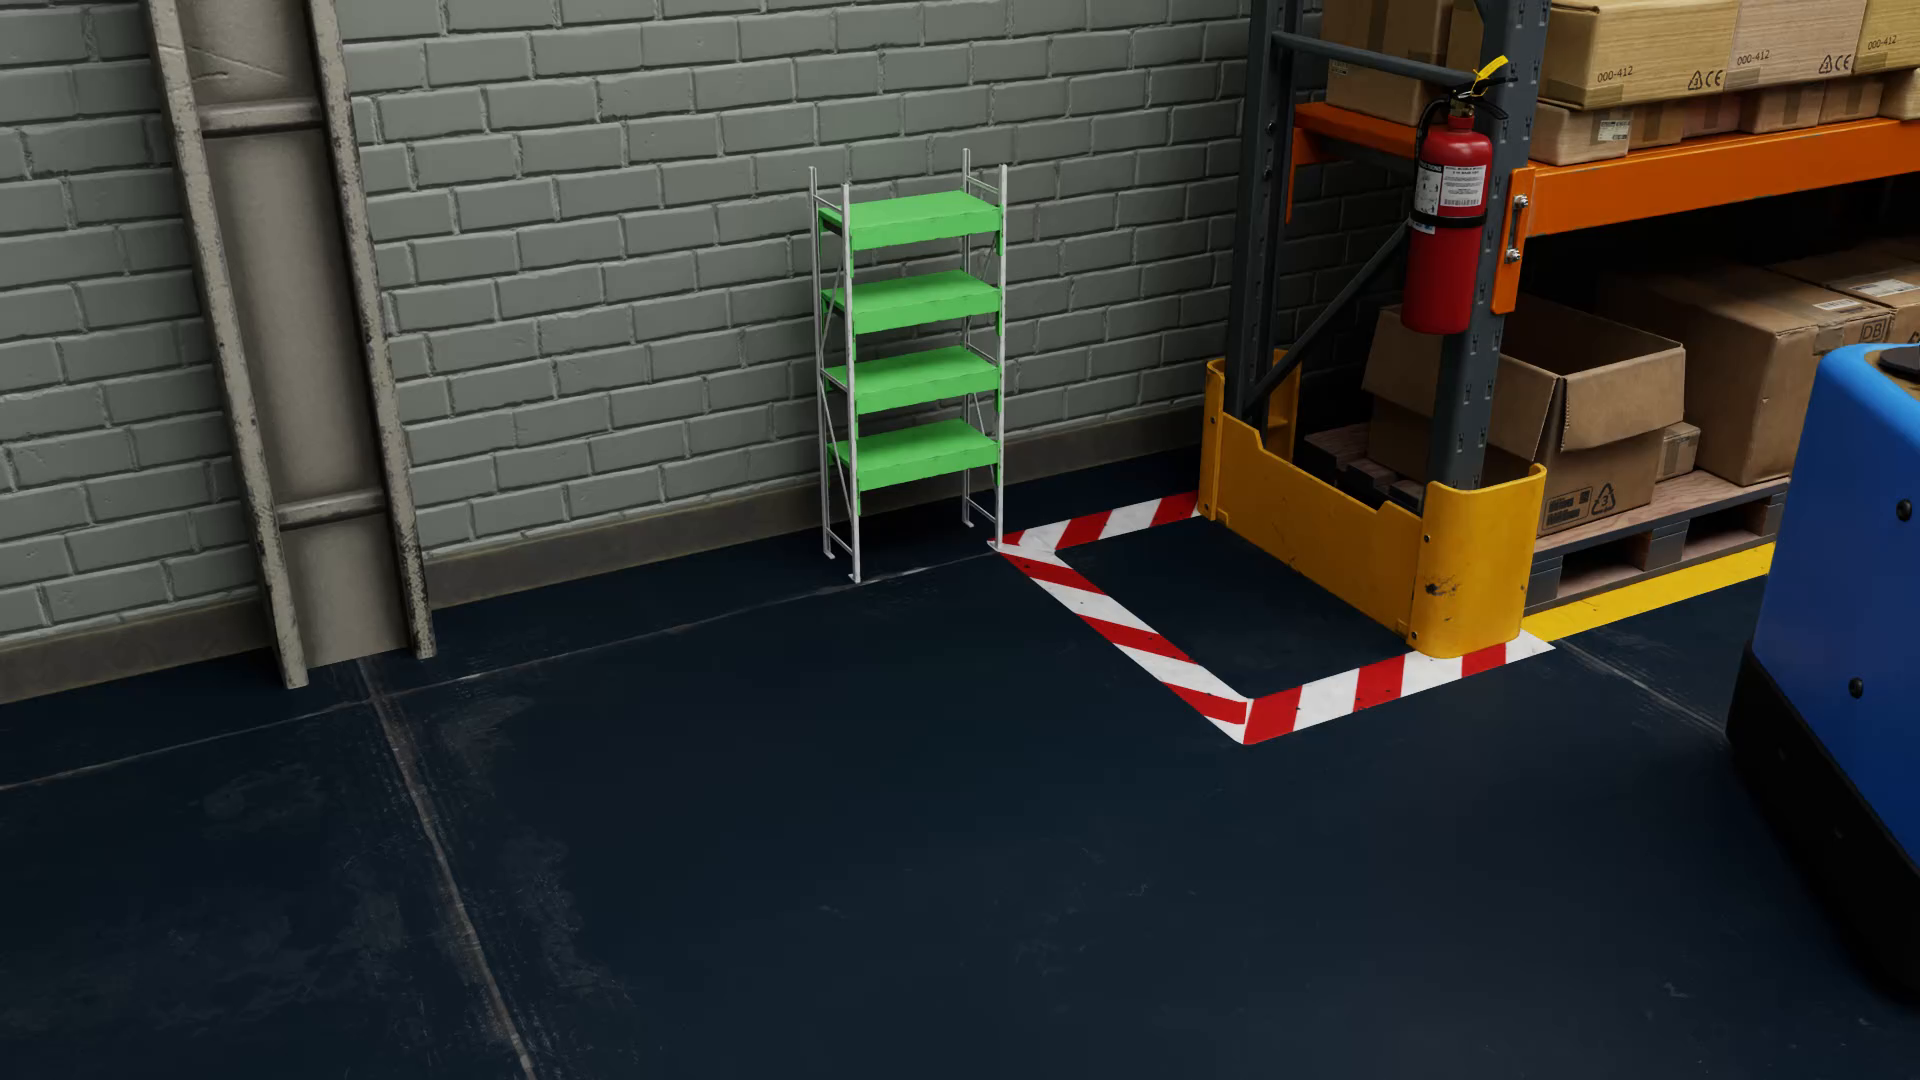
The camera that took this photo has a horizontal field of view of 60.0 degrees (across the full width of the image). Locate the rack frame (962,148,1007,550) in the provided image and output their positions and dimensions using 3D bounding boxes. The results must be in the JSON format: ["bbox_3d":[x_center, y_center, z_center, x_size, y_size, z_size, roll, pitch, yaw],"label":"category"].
[{"bbox_3d":[0.069,-0.557,5.023,0.015,1.200,0.240,-13,29,-25],"label":"rack frame"}]

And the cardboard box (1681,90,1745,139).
[{"bbox_3d":[1.952,-1.243,4.663,0.250,0.149,0.380,-13,29,-26],"label":"cardboard box"}]

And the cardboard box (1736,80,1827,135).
[{"bbox_3d":[2.204,-1.271,4.722,0.250,0.149,0.380,-12,28,-23],"label":"cardboard box"}]

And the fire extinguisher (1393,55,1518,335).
[{"bbox_3d":[1.202,-0.848,4.071,0.183,0.674,0.296,-13,29,-25],"label":"fire extinguisher"}]

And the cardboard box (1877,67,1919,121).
[{"bbox_3d":[2.694,-1.350,4.886,0.250,0.149,0.380,-14,29,-27],"label":"cardboard box"}]

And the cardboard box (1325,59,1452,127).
[{"bbox_3d":[1.281,-1.314,4.812,0.250,0.149,0.380,-13,29,-26],"label":"cardboard box"}]

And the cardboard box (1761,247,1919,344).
[{"bbox_3d":[2.985,-0.637,5.515,0.500,0.500,0.500,-12,28,-24],"label":"cardboard box"}]

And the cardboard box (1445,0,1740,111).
[{"bbox_3d":[1.642,-1.314,4.350,0.500,0.250,0.500,-13,28,-25],"label":"cardboard box"}]

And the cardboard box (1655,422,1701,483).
[{"bbox_3d":[2.092,-0.322,5.263,0.250,0.149,0.380,-14,29,-27],"label":"cardboard box"}]

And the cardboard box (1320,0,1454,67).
[{"bbox_3d":[1.396,-1.519,4.778,0.500,0.250,0.500,-12,28,-24],"label":"cardboard box"}]

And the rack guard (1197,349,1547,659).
[{"bbox_3d":[1.182,-0.146,4.977,0.348,0.500,1.175,-13,29,-25],"label":"rack guard"}]

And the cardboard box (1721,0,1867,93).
[{"bbox_3d":[2.087,-1.416,4.564,0.500,0.250,0.500,-13,28,-25],"label":"cardboard box"}]

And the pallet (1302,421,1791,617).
[{"bbox_3d":[1.885,-0.179,5.379,1.213,0.211,1.003,-13,29,-25],"label":"pallet"}]

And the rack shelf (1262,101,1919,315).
[{"bbox_3d":[2.879,-1.341,5.408,4.000,0.370,1.077,-13,29,-25],"label":"rack shelf"}]

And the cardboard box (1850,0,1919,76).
[{"bbox_3d":[2.532,-1.521,4.782,0.500,0.250,0.500,-14,29,-26],"label":"cardboard box"}]

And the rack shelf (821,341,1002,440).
[{"bbox_3d":[-0.146,-0.450,4.948,0.480,0.148,0.258,-13,29,-25],"label":"rack shelf"}]

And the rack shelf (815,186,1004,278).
[{"bbox_3d":[-0.146,-0.882,4.740,0.480,0.148,0.258,-13,29,-25],"label":"rack shelf"}]

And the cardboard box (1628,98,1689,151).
[{"bbox_3d":[1.737,-1.176,4.524,0.250,0.149,0.380,-12,28,-24],"label":"cardboard box"}]

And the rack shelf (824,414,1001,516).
[{"bbox_3d":[-0.146,-0.233,5.052,0.480,0.148,0.258,-13,29,-25],"label":"rack shelf"}]

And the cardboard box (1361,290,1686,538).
[{"bbox_3d":[1.699,-0.410,5.037,0.637,0.503,0.797,-14,29,-27],"label":"cardboard box"}]

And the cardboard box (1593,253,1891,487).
[{"bbox_3d":[2.472,-0.568,5.370,0.500,0.500,0.700,-12,28,-23],"label":"cardboard box"}]

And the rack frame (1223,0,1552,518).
[{"bbox_3d":[1.115,-1.258,4.404,0.127,3.000,1.000,-13,29,-25],"label":"rack frame"}]

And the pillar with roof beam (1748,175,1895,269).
[{"bbox_3d":[5.631,-3.335,1.800,0.400,9.000,9.100,-13,29,-25],"label":"pillar with roof beam"}]

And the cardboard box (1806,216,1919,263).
[{"bbox_3d":[3.388,-0.779,5.810,0.500,0.500,0.700,-14,29,-27],"label":"cardboard box"}]

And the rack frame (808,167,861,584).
[{"bbox_3d":[-0.361,-0.457,4.817,0.015,1.200,0.240,-13,29,-25],"label":"rack frame"}]

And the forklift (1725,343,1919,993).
[{"bbox_3d":[3.371,-0.556,3.022,3.031,2.935,1.130,1,26,3],"label":"forklift"}]

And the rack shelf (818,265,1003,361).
[{"bbox_3d":[-0.146,-0.666,4.844,0.480,0.148,0.258,-13,29,-25],"label":"rack shelf"}]

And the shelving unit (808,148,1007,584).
[{"bbox_3d":[-0.146,-0.507,4.920,0.503,1.200,0.258,-13,29,-25],"label":"shelving unit"}]

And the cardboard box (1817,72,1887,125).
[{"bbox_3d":[2.436,-1.327,4.839,0.250,0.149,0.380,-13,28,-24],"label":"cardboard box"}]

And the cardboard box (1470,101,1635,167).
[{"bbox_3d":[1.534,-1.107,4.380,0.250,0.149,0.380,-13,29,-25],"label":"cardboard box"}]
